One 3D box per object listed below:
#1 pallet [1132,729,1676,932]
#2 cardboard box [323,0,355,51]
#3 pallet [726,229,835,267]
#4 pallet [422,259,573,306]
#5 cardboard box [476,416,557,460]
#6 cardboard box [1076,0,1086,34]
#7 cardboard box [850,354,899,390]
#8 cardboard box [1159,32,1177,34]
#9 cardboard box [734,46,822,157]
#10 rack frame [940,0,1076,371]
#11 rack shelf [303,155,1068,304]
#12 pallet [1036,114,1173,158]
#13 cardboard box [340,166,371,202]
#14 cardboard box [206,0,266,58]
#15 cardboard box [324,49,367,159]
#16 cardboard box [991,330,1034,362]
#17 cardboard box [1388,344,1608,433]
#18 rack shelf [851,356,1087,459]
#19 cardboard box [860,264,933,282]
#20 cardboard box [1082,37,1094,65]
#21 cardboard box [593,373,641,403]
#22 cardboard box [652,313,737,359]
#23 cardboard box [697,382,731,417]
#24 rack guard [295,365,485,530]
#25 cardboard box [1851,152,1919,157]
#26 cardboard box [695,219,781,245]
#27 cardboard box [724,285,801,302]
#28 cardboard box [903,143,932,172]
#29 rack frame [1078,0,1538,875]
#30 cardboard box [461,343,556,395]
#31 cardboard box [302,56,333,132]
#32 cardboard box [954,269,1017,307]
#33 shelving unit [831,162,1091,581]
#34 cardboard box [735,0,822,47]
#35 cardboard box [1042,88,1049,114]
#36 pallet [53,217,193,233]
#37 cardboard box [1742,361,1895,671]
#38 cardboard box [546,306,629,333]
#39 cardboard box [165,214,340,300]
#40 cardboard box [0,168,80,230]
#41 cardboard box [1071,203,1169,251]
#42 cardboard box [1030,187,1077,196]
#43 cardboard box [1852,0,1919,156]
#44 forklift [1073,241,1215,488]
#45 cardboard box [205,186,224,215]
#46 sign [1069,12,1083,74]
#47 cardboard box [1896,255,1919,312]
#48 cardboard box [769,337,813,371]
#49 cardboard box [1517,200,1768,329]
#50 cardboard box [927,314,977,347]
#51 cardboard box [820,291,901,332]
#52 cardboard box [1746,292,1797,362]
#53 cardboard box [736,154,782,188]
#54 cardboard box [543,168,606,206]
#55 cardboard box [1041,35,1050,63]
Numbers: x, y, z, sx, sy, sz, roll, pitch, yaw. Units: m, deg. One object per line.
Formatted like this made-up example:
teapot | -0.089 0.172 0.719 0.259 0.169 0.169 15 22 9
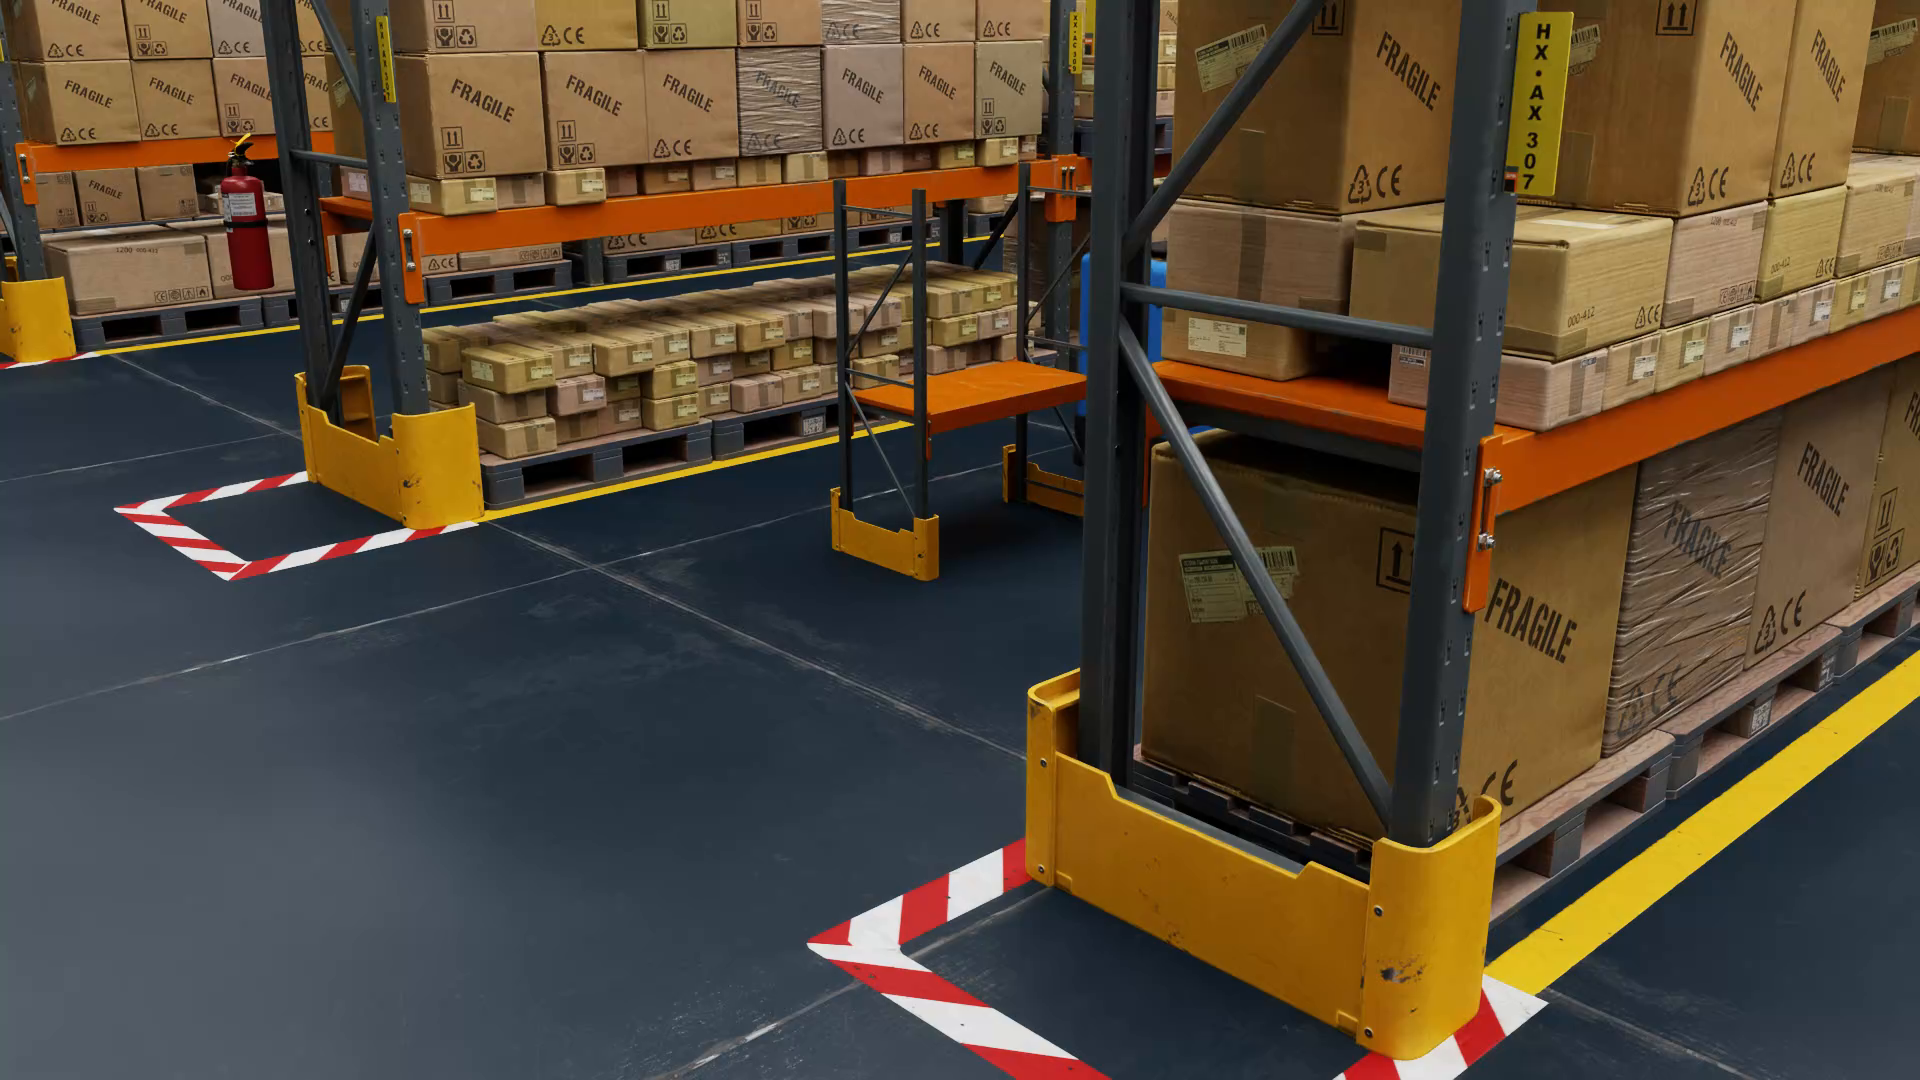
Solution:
pallet | 1.214 0.661 4.603 1.213 0.211 1.003 -16 24 -41
cardboard box | -2.486 -2.429 7.346 0.500 0.500 0.500 -17 24 -42
pallet | -1.819 -2.660 14.848 1.213 0.211 1.003 -16 24 -41
pallet | -3.821 -2.077 13.047 1.213 0.211 1.003 -16 24 -41
cardboard box | -2.047 -0.494 7.586 0.250 0.149 0.380 -16 24 -40
cardboard box | 0.932 -5.053 16.379 0.500 0.500 0.500 -16 24 -40
cardboard box | -0.544 -0.924 8.911 0.250 0.149 0.380 -16 24 -41
cardboard box | 1.364 -3.227 10.835 0.380 0.149 0.250 17 24 41
cardboard box | -1.029 -2.163 8.148 0.500 0.500 0.500 -17 25 -42
rack frame | 0.259 -2.459 9.704 0.127 3.000 1.000 -16 24 -41
rack shelf | -1.194 -1.693 8.508 4.000 0.370 1.077 -16 24 -41
pallet | 0.915 -2.497 10.133 1.213 0.211 1.003 -16 24 -41
cardboard box | -2.604 -1.624 7.537 0.250 0.149 0.380 -16 24 -41
cardboard box | -4.838 -3.482 11.077 0.500 0.500 0.500 -16 24 -41
cardboard box | -2.497 -1.953 7.501 0.500 0.500 0.500 -16 24 -40
cardboard box | 0.208 -1.143 9.588 0.250 0.149 0.380 -16 24 -40
cardboard box | 1.172 -0.360 3.639 0.250 0.149 0.380 -16 24 -40
rack shelf | 0.062 -0.560 6.865 1.000 0.185 0.538 -16 24 -41
cardboard box | -0.374 -1.514 9.767 0.250 0.149 0.380 -15 23 -38
cardboard box | 0.862 -2.802 9.526 0.250 0.149 0.380 -15 23 -38
cardboard box | -1.735 -0.767 7.945 0.250 0.149 0.380 -16 24 -40
cardboard box | -1.313 -1.010 8.215 0.250 0.149 0.380 -15 23 -39
cardboard box | -1.356 -0.727 8.305 0.250 0.149 0.380 -16 24 -41
rack guard | -2.592 -0.438 7.525 0.348 0.500 1.175 -16 24 -41
cardboard box | 3.079 -1.133 5.378 0.500 0.250 0.500 -15 23 -39
cardboard box | -2.168 -3.078 14.379 0.875 0.875 0.875 -15 23 -39
cardboard box | -1.080 -1.277 9.036 0.380 0.149 0.250 17 24 42
cardboard box | -0.369 -2.065 8.897 0.380 0.149 0.250 17 25 42
rack frame | 0.687 -0.478 3.596 0.127 3.000 1.000 -16 24 -41
cardboard box | -2.033 -0.773 7.481 0.380 0.149 0.250 17 24 41
cardboard box | -4.493 -3.111 11.554 0.500 0.500 0.500 -15 23 -39
cardboard box | 0.180 -1.452 9.575 0.250 0.149 0.380 -15 23 -39
shelving unit | 0.055 -0.730 6.803 1.083 1.500 0.587 -16 24 -41
cardboard box | -1.015 -2.634 7.979 0.500 0.500 0.500 17 25 42
cardboard box | 0.412 -2.667 10.075 0.250 0.149 0.380 -17 25 -42
pallet | -8.014 -2.926 15.669 1.213 0.211 1.003 -16 24 -41
cardboard box | 2.405 -0.202 5.509 0.875 0.875 0.875 -16 24 -41
cardboard box | -1.882 -1.071 8.402 0.380 0.149 0.250 17 24 42
cardboard box | -5.051 -2.038 11.880 0.875 0.438 0.875 -15 24 -39
cardboard box | -8.377 -3.102 15.061 0.500 0.500 0.700 -15 23 -39
cardboard box | 0.978 -1.923 10.210 0.500 0.250 0.500 17 24 41
cardboard box | 0.639 -3.620 16.865 0.625 0.372 0.950 -17 24 -42
cardboard box | 3.076 -1.490 5.262 0.500 0.500 0.500 -16 24 -40
forklift | 2.010 -1.858 7.964 3.031 2.935 1.130 -14 22 -36
cardboard box | -7.090 -3.298 16.045 0.258 0.266 0.396 -15 23 -39
sign | 0.638 -2.751 9.201 0.005 0.325 0.100 -16 24 -41
cardboard box | 2.664 -0.796 4.983 0.250 0.149 0.380 -17 24 -42
cardboard box | -0.975 -0.996 8.653 0.250 0.149 0.380 -15 23 -38
cardboard box | 1.595 -0.701 4.045 0.500 0.250 0.500 -17 24 -41
cardboard box | -0.122 -1.185 9.235 0.380 0.149 0.250 17 24 42
cardboard box | -0.530 -1.219 8.857 0.380 0.149 0.250 16 24 41
cardboard box | 1.917 -0.578 4.311 0.250 0.149 0.380 -17 24 -42
cardboard box | -1.088 -1.829 8.169 0.250 0.149 0.380 -15 23 -39
cardboard box | -1.798 -1.595 7.448 0.380 0.149 0.250 17 25 42
cardboard box | 0.417 -2.951 9.984 0.250 0.149 0.380 -15 23 -38
